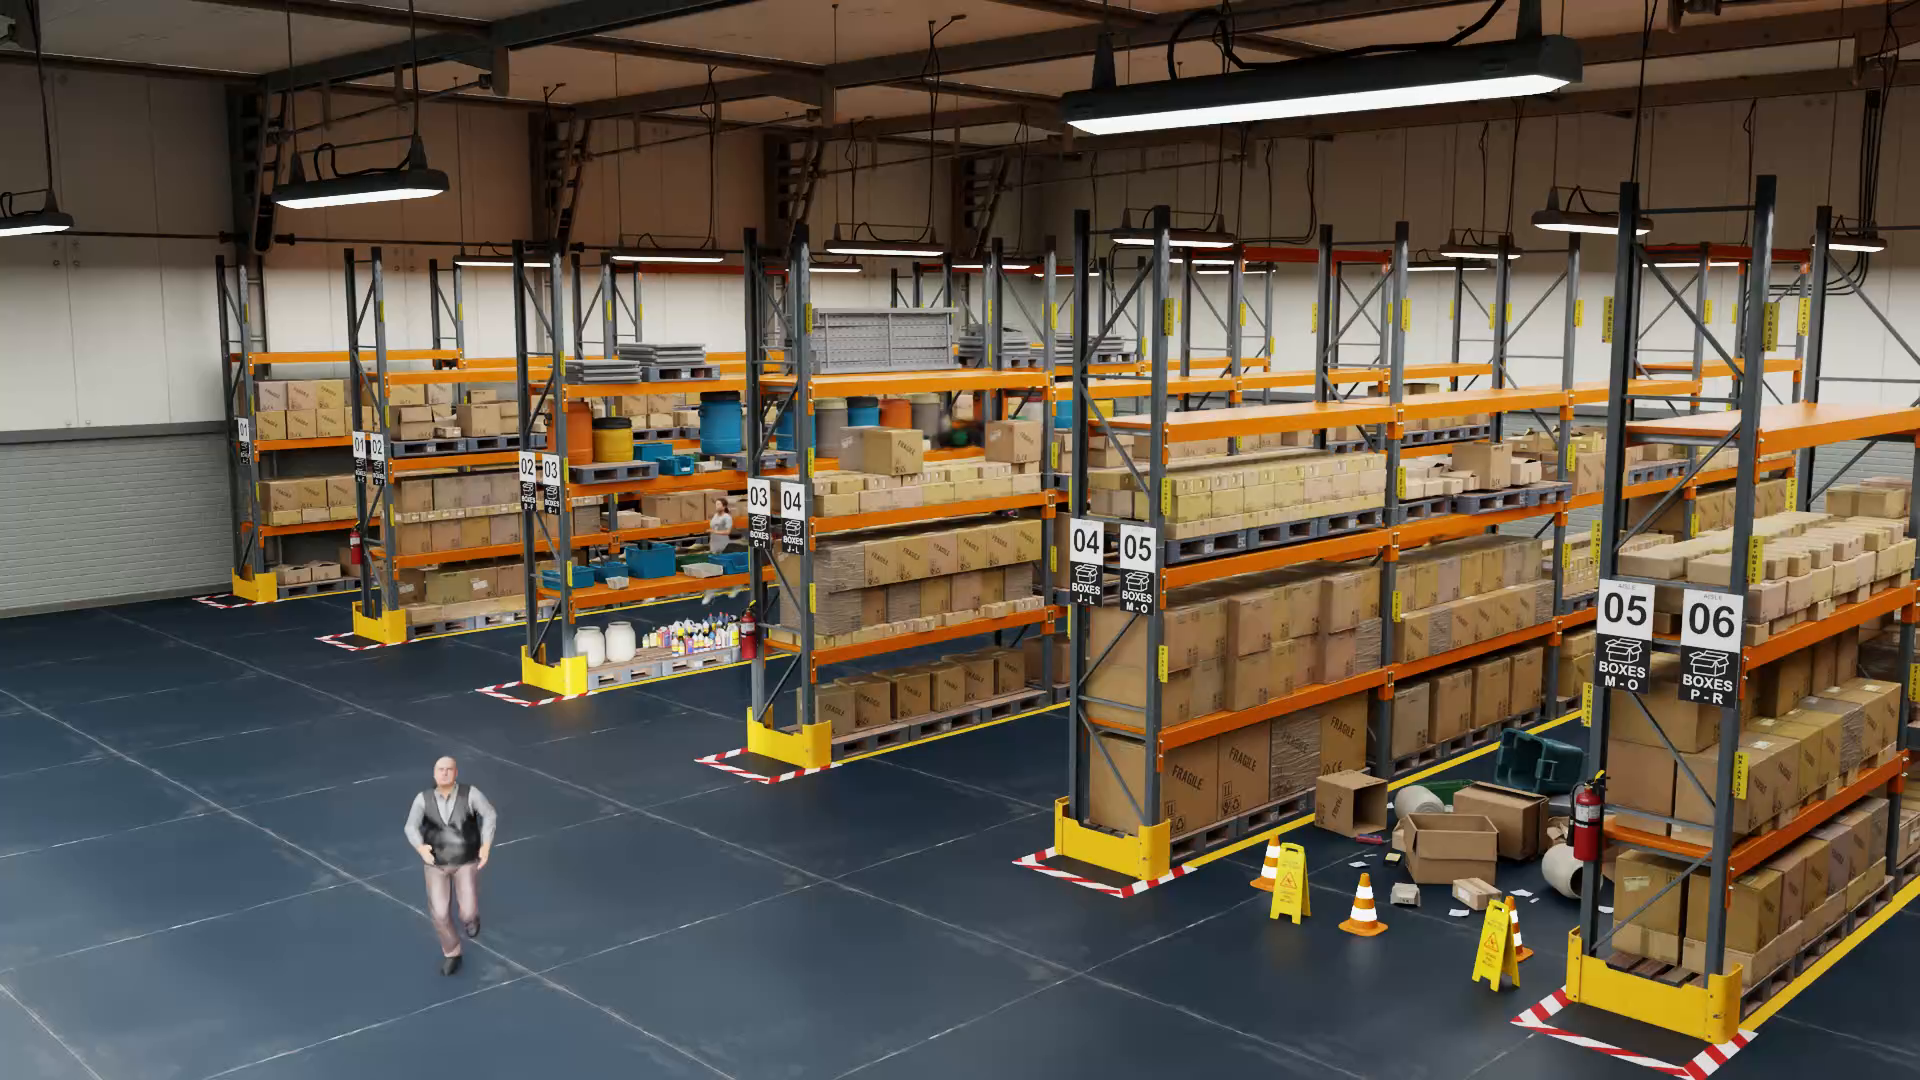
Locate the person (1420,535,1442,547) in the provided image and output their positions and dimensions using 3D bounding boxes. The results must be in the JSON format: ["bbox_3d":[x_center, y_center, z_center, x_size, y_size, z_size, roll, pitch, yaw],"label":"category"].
[{"bbox_3d":[7.223,0.664,25.555,0.717,1.745,0.999,6,10,38],"label":"person"}]

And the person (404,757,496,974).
[{"bbox_3d":[-3.974,2.517,12.999,0.691,1.686,0.609,-2,8,-13],"label":"person"}]

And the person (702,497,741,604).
[{"bbox_3d":[-3.934,0.160,27.371,0.543,1.730,0.786,6,10,34],"label":"person"}]

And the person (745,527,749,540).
[{"bbox_3d":[-4.029,-0.307,32.819,0.607,1.656,0.559,6,10,37],"label":"person"}]
